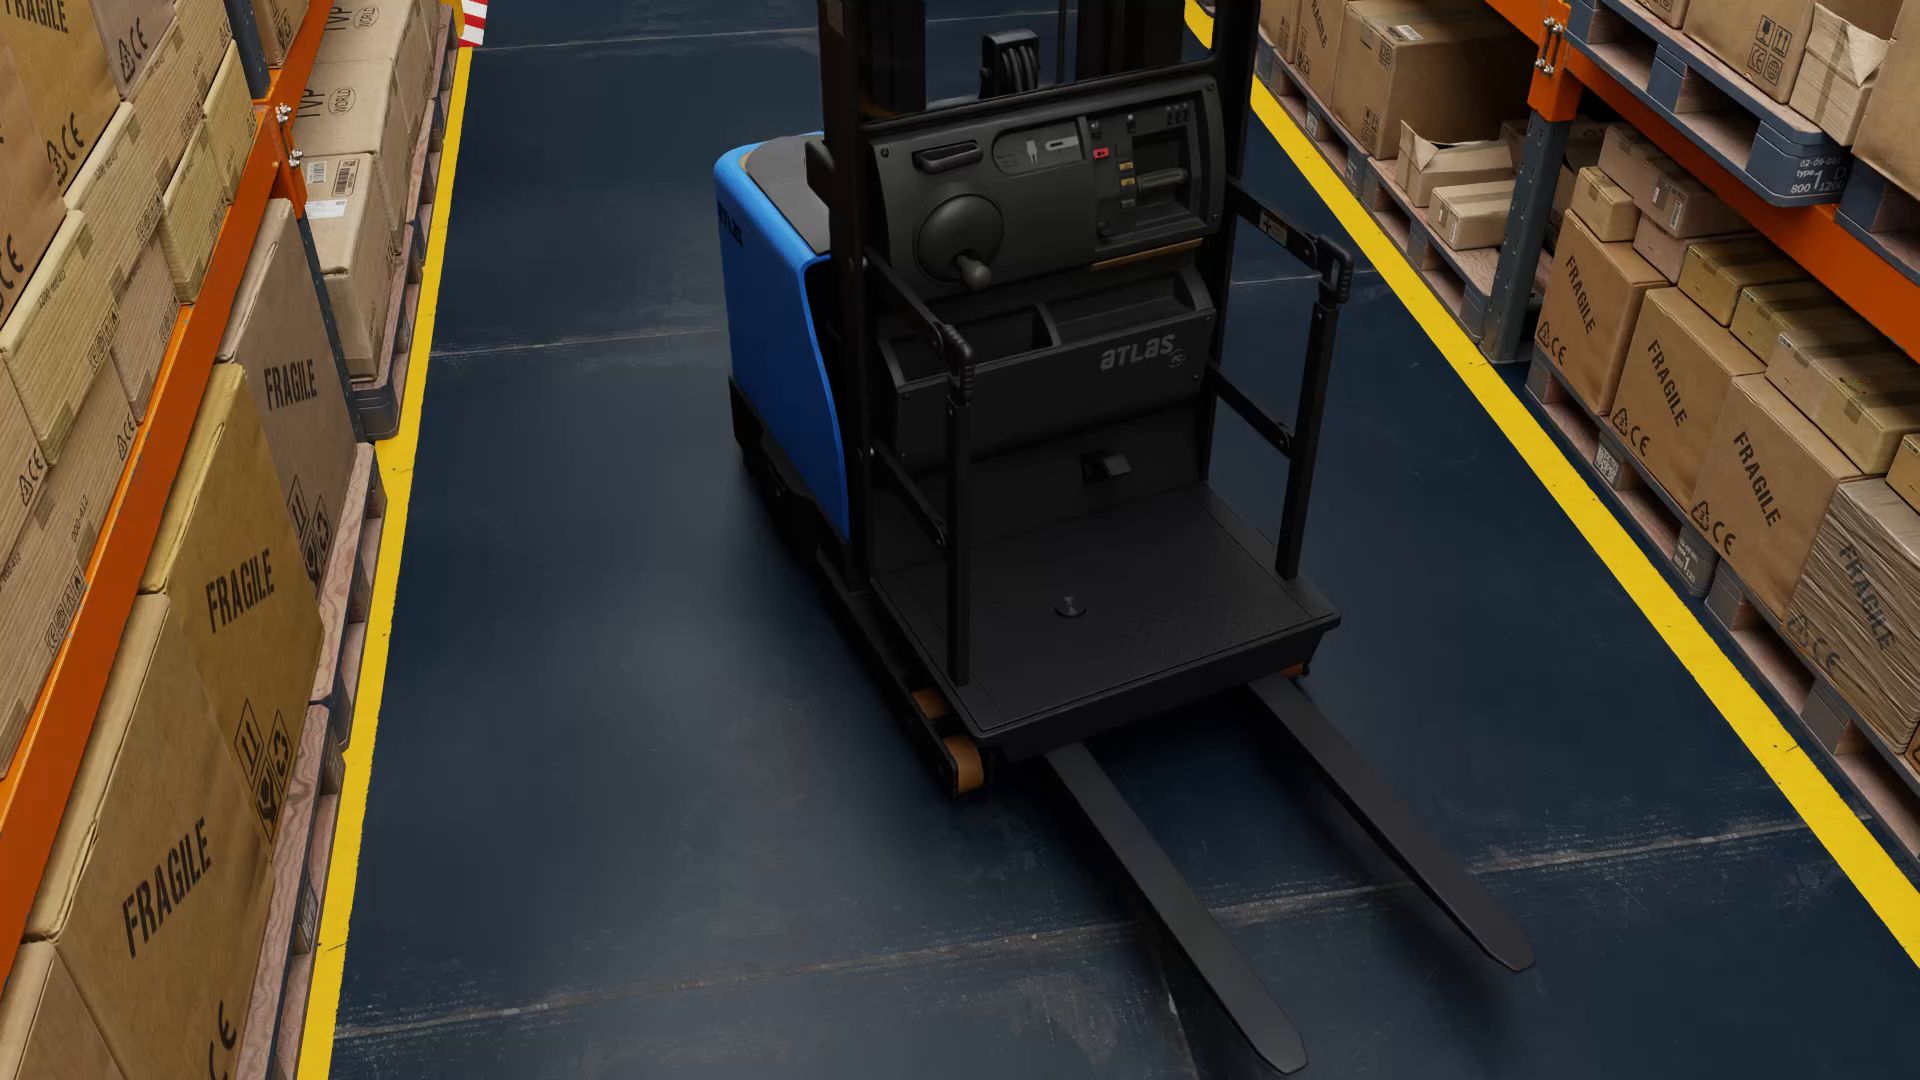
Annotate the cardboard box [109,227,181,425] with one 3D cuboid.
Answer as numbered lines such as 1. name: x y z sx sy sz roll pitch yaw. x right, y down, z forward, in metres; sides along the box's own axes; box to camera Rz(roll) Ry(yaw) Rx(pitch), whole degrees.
1. cardboard box: -1.981 -0.454 3.511 0.500 0.250 0.500 -7 38 -9

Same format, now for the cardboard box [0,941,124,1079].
1. cardboard box: -1.804 1.292 2.532 0.875 0.875 0.875 -7 38 -8

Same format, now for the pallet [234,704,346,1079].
1. pallet: -2.039 0.926 3.886 1.003 0.211 1.213 -6 38 -8

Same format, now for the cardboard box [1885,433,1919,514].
1. cardboard box: 2.588 -0.155 4.171 0.380 0.149 0.250 -6 38 -8

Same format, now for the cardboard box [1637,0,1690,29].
1. cardboard box: 2.285 -1.796 4.694 0.700 0.500 0.500 -5 38 -7

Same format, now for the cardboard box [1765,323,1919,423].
1. cardboard box: 2.471 -0.465 4.570 0.380 0.149 0.250 -6 38 -8

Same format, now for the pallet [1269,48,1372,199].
1. pallet: 2.084 -1.959 7.600 1.003 0.211 1.213 -6 38 -8

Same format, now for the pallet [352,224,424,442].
1. pallet: -2.522 -0.738 6.028 1.003 0.211 1.213 -6 38 -8

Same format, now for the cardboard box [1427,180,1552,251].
1. cardboard box: 2.034 -1.252 6.398 0.380 0.149 0.250 -7 38 -9

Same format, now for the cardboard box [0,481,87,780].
1. cardboard box: -1.796 0.156 2.727 0.500 0.250 0.500 -5 38 -6

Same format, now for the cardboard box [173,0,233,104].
1. cardboard box: -2.149 -1.269 4.154 0.500 0.250 0.500 -6 38 -8

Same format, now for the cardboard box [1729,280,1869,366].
1. cardboard box: 2.464 -0.620 4.770 0.380 0.149 0.250 -7 38 -9

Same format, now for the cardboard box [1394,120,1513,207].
1. cardboard box: 1.971 -1.514 6.640 0.396 0.266 0.258 -5 38 -6

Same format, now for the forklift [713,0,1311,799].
1. forklift: 0.328 -0.796 3.886 1.130 2.935 3.031 -16 41 -20

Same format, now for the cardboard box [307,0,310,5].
1. cardboard box: -2.374 -2.027 5.332 0.500 0.500 0.500 -6 38 -8

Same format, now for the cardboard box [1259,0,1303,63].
1. cardboard box: 1.845 -2.602 7.849 0.700 0.500 0.500 -5 38 -6

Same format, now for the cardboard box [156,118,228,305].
1. cardboard box: -2.051 -0.760 3.906 0.500 0.250 0.500 -7 38 -9

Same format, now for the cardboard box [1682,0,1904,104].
1. cardboard box: 2.376 -1.484 4.291 0.700 0.500 0.500 -6 38 -7

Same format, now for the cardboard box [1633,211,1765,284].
1. cardboard box: 2.346 -0.938 5.179 0.380 0.149 0.250 -7 38 -9

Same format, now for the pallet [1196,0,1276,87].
1. pallet: 1.873 -2.695 8.547 1.003 0.211 1.213 -6 38 -8

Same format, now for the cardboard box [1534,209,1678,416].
1. cardboard box: 2.284 -0.770 5.491 0.500 0.500 0.500 -5 38 -6

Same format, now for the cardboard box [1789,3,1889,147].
1. cardboard box: 2.286 -1.140 4.039 0.396 0.266 0.258 -4 38 -6

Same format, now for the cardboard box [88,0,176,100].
1. cardboard box: -2.042 -1.251 3.519 0.500 0.500 0.500 -6 38 -7

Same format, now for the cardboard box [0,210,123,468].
1. cardboard box: -1.851 -0.348 2.968 0.500 0.250 0.500 -6 38 -7

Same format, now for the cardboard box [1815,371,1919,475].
1. cardboard box: 2.512 -0.315 4.377 0.380 0.149 0.250 -5 38 -6

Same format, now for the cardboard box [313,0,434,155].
1. cardboard box: -2.784 -2.001 7.127 0.875 0.438 0.875 -5 38 -7

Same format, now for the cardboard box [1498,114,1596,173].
1. cardboard box: 2.461 -1.634 6.889 0.380 0.149 0.250 -7 38 -9

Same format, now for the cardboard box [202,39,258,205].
1. cardboard box: -2.139 -1.068 4.302 0.500 0.250 0.500 -7 38 -9

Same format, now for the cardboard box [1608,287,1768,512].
1. cardboard box: 2.387 -0.449 5.078 0.500 0.500 0.500 -7 38 -9

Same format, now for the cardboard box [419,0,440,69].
1. cardboard box: -2.953 -2.553 7.838 0.875 0.438 0.875 -7 38 -9

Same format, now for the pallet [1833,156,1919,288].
1. pallet: 2.776 -0.590 3.720 1.003 0.211 1.213 -6 38 -8

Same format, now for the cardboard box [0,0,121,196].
1. cardboard box: -1.973 -0.943 3.122 0.500 0.500 0.500 -5 38 -7

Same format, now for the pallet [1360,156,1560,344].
1. pallet: 2.301 -1.221 6.650 1.003 0.211 1.213 -6 38 -8

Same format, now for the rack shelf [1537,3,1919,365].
1. rack shelf: 2.771 -0.415 3.926 1.077 0.370 4.000 -6 38 -8

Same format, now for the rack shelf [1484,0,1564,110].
1. rack shelf: 2.070 -2.831 7.036 1.077 0.370 4.000 -6 38 -8

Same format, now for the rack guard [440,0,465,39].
1. rack guard: -3.171 -2.815 8.465 1.175 0.500 0.348 -6 38 -8

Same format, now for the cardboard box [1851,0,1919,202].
1. cardboard box: 2.513 -1.010 3.681 0.700 0.500 0.500 -6 38 -8

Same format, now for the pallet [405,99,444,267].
1. pallet: -2.739 -1.476 6.978 1.003 0.211 1.213 -6 38 -8

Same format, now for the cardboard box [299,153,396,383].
1. cardboard box: -2.470 -0.916 5.730 0.875 0.438 0.875 -7 38 -9

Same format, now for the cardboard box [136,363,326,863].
1. cardboard box: -2.112 0.213 3.921 0.875 0.875 0.875 -5 38 -7

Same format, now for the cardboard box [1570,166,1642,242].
1. cardboard box: 2.221 -1.097 5.383 0.380 0.149 0.250 -5 38 -6

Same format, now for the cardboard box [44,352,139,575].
1. cardboard box: -1.886 -0.142 3.110 0.500 0.250 0.500 -6 38 -8

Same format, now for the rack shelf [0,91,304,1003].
1. rack shelf: -2.115 0.121 3.236 1.077 0.370 4.000 -6 38 -8

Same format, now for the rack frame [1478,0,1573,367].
1. rack frame: 2.420 -1.907 5.260 1.000 3.000 0.127 -6 38 -8

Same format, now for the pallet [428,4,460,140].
1. pallet: -2.950 -2.211 7.925 1.003 0.211 1.213 -6 38 -8

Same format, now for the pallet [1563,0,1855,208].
1. pallet: 2.453 -1.337 4.683 1.003 0.211 1.213 -6 38 -8

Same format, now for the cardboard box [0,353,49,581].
1. cardboard box: -1.775 -0.041 2.572 0.500 0.250 0.500 -6 38 -8

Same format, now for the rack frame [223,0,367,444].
1. rack frame: -2.466 -1.371 4.570 1.000 3.000 0.127 -6 38 -8

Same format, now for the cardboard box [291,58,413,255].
1. cardboard box: -2.628 -1.457 6.426 0.875 0.438 0.875 -7 38 -9

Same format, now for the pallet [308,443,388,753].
1. pallet: -2.256 0.188 4.836 1.003 0.211 1.213 -6 38 -8

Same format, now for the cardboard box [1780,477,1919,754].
1. cardboard box: 2.555 0.167 4.286 0.500 0.500 0.500 -8 38 -10

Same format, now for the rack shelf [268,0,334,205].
1. rack shelf: -2.816 -2.295 6.346 1.077 0.370 4.000 -6 38 -8

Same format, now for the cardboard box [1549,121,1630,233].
1. cardboard box: 2.537 -1.436 6.503 0.500 0.311 0.500 -5 38 -6

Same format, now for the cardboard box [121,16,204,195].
1. cardboard box: -2.054 -0.968 3.766 0.500 0.250 0.500 -5 38 -7

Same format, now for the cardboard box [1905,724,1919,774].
1. cardboard box: 2.664 0.478 3.884 0.500 0.500 0.500 -5 38 -6
